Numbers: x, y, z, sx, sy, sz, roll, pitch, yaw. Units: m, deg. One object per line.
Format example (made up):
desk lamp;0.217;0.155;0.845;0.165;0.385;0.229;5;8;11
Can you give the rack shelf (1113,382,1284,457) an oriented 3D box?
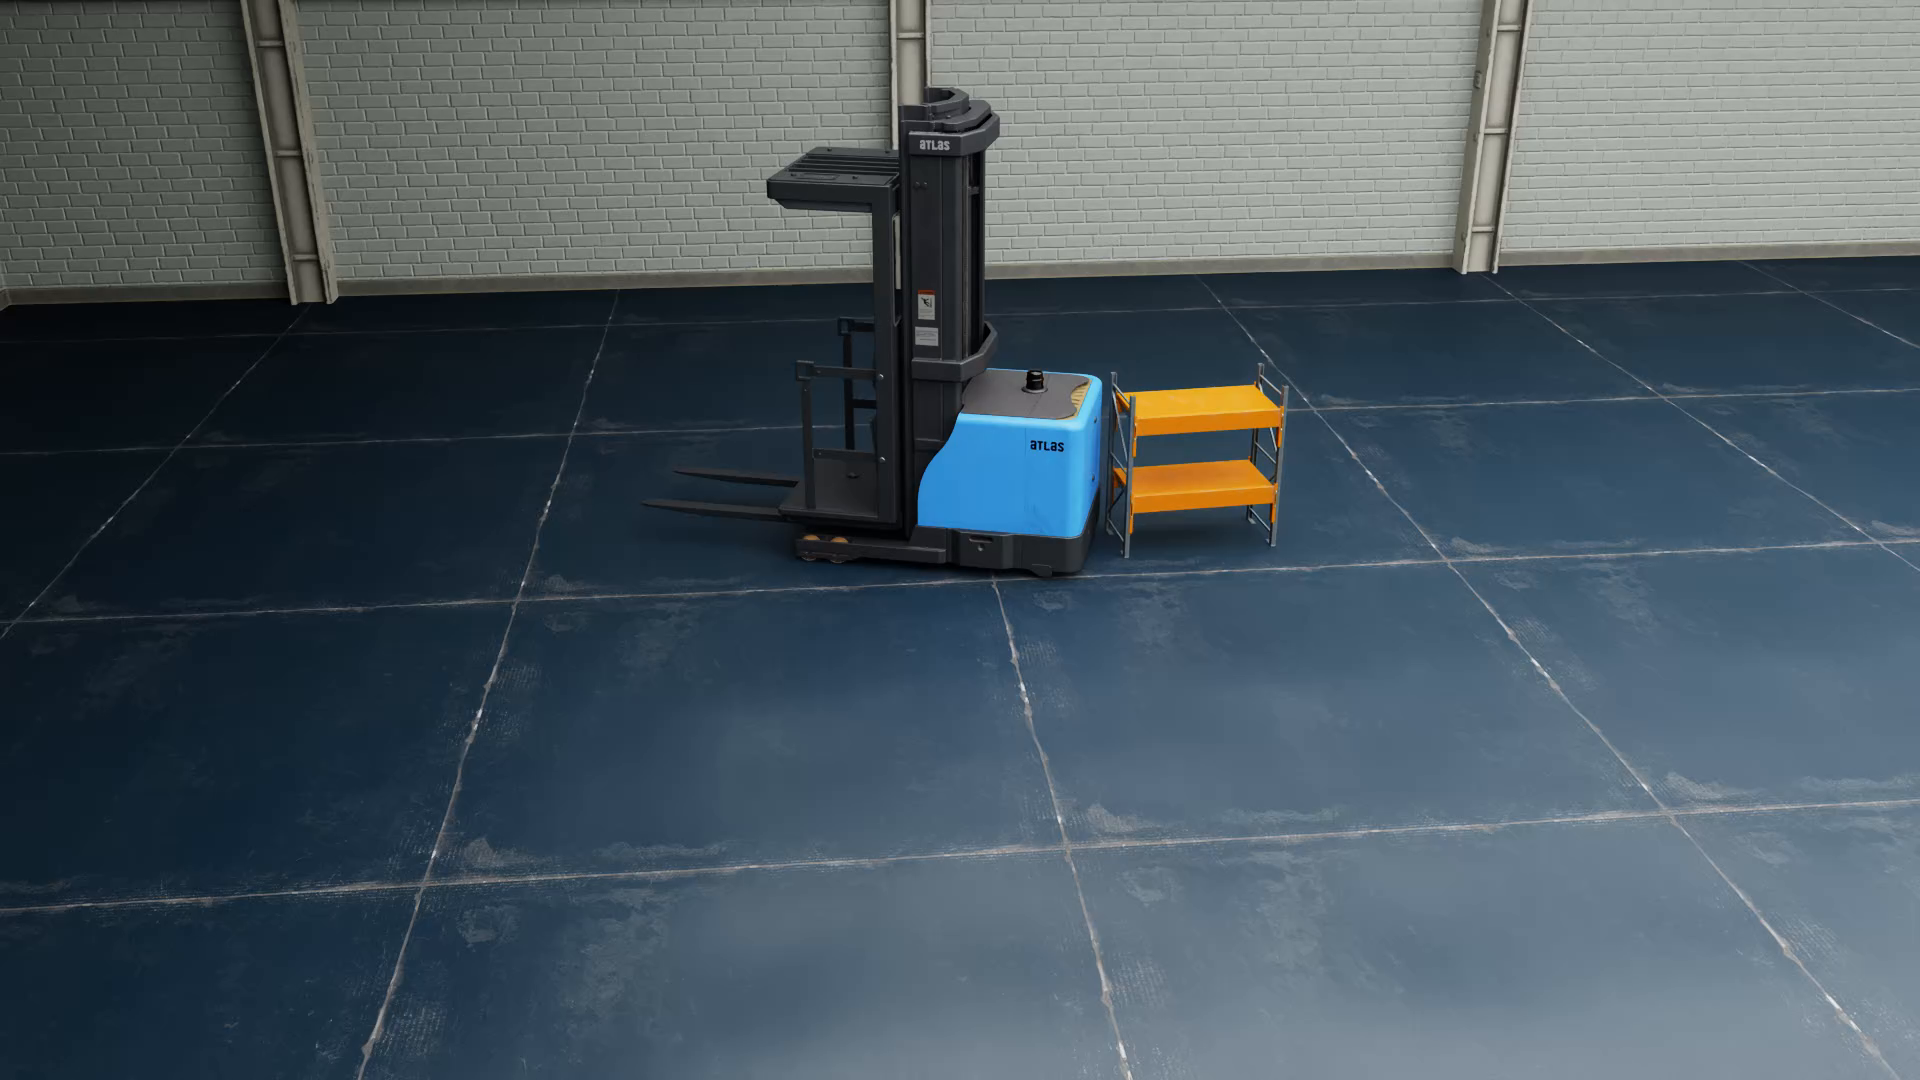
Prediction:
rack shelf;1.555;-0.800;10.943;1.000;0.278;0.538;-4;24;-10

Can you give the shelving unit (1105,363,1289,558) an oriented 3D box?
shelving unit;1.555;-0.532;11.062;1.048;1.125;0.538;-4;24;-10

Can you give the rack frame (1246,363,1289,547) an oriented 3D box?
rack frame;2.055;-0.570;11.148;0.032;1.125;0.500;-4;24;-10

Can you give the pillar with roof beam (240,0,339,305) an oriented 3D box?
pillar with roof beam;-6.036;-4.776;10.916;0.400;9.000;9.100;-2;24;-5

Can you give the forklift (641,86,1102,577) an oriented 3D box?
forklift;-0.612;-1.391;10.771;3.031;2.935;1.130;5;24;11

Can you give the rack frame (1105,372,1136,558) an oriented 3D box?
rack frame;1.055;-0.494;10.977;0.032;1.125;0.500;-4;24;-10

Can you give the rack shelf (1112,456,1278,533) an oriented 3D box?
rack shelf;1.555;-0.309;11.162;1.000;0.278;0.538;-4;24;-10

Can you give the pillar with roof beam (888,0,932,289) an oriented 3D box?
pillar with roof beam;-0.065;-5.016;11.455;0.400;9.000;9.100;-2;24;-5

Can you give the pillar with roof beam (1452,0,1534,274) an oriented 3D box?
pillar with roof beam;5.906;-5.255;11.994;0.400;9.000;9.100;-2;24;-5
